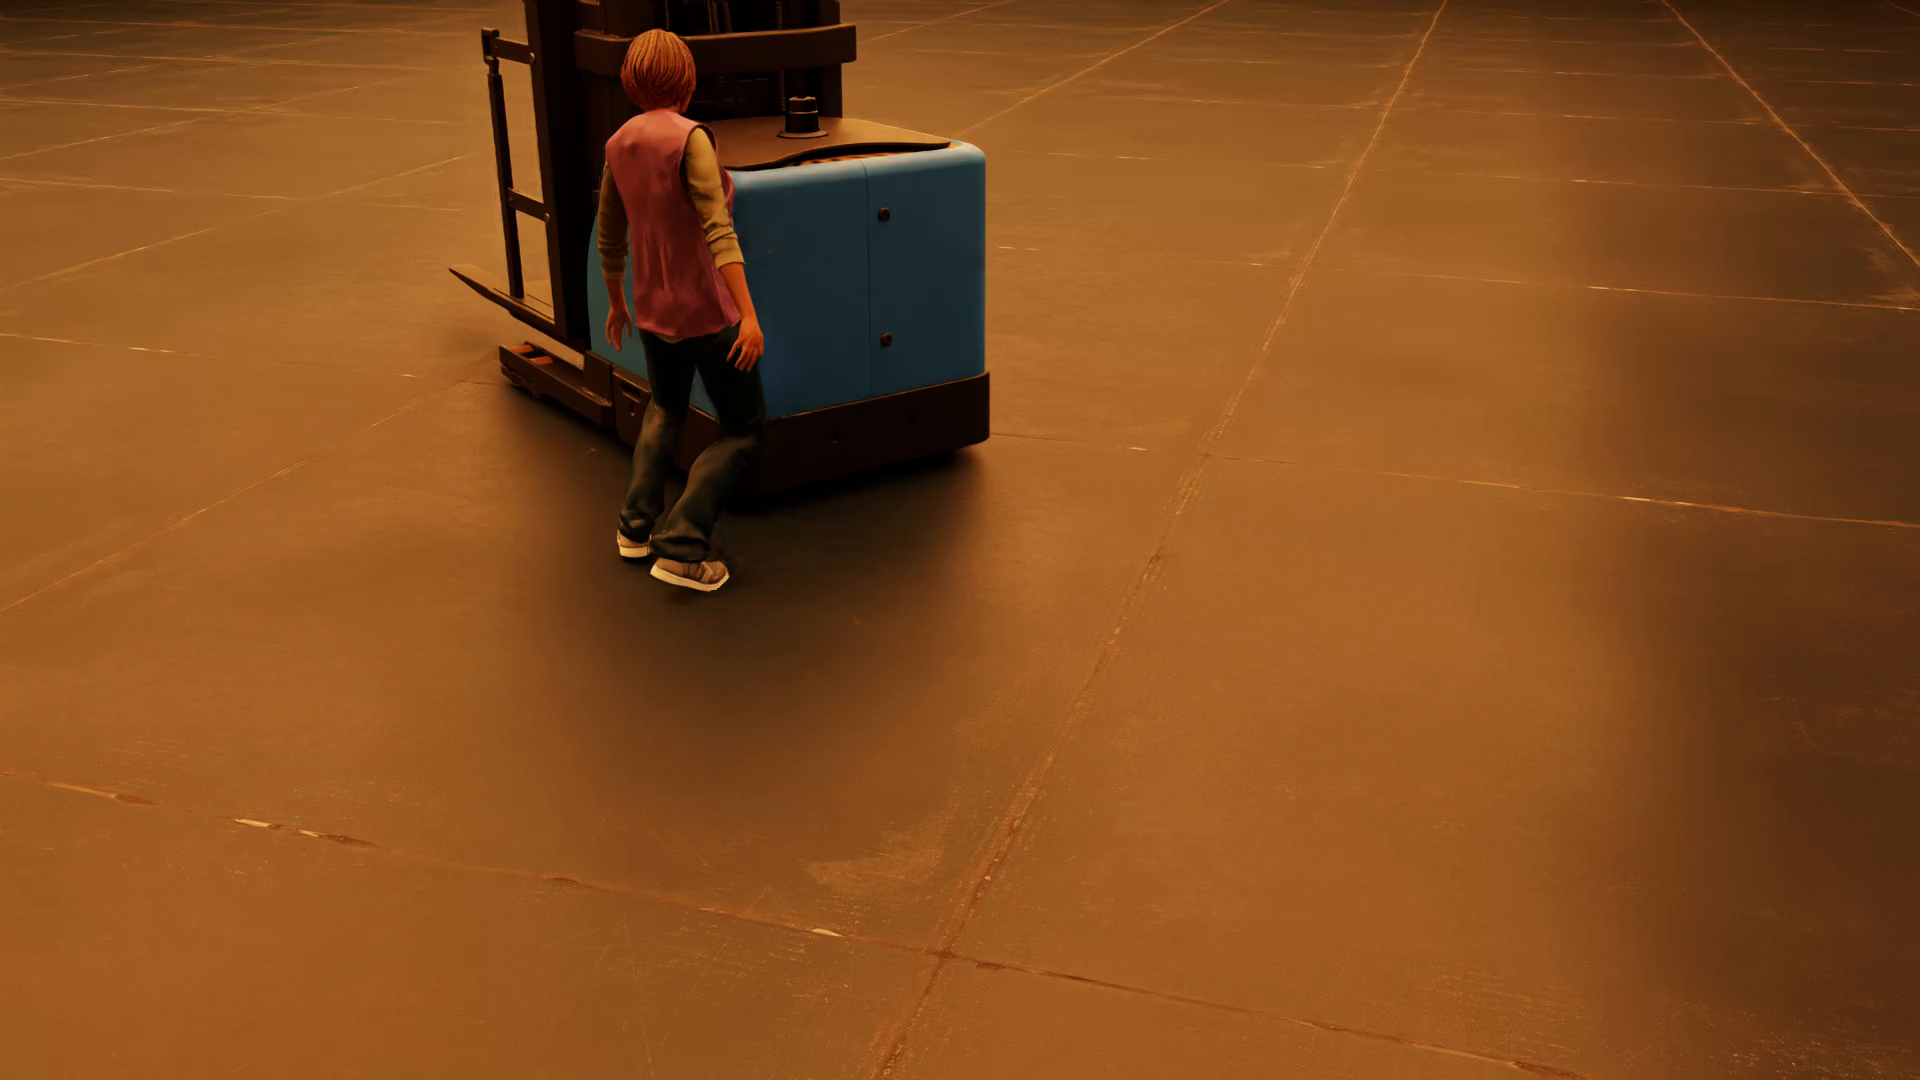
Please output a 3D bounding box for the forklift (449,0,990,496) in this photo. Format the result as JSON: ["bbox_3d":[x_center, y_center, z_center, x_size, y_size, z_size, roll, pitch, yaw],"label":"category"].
[{"bbox_3d":[-1.165,-1.996,6.114,1.130,2.935,3.031,-15,27,-33],"label":"forklift"}]

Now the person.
[{"bbox_3d":[-0.798,-0.611,4.616,0.747,1.527,0.441,19,29,39],"label":"person"}]
